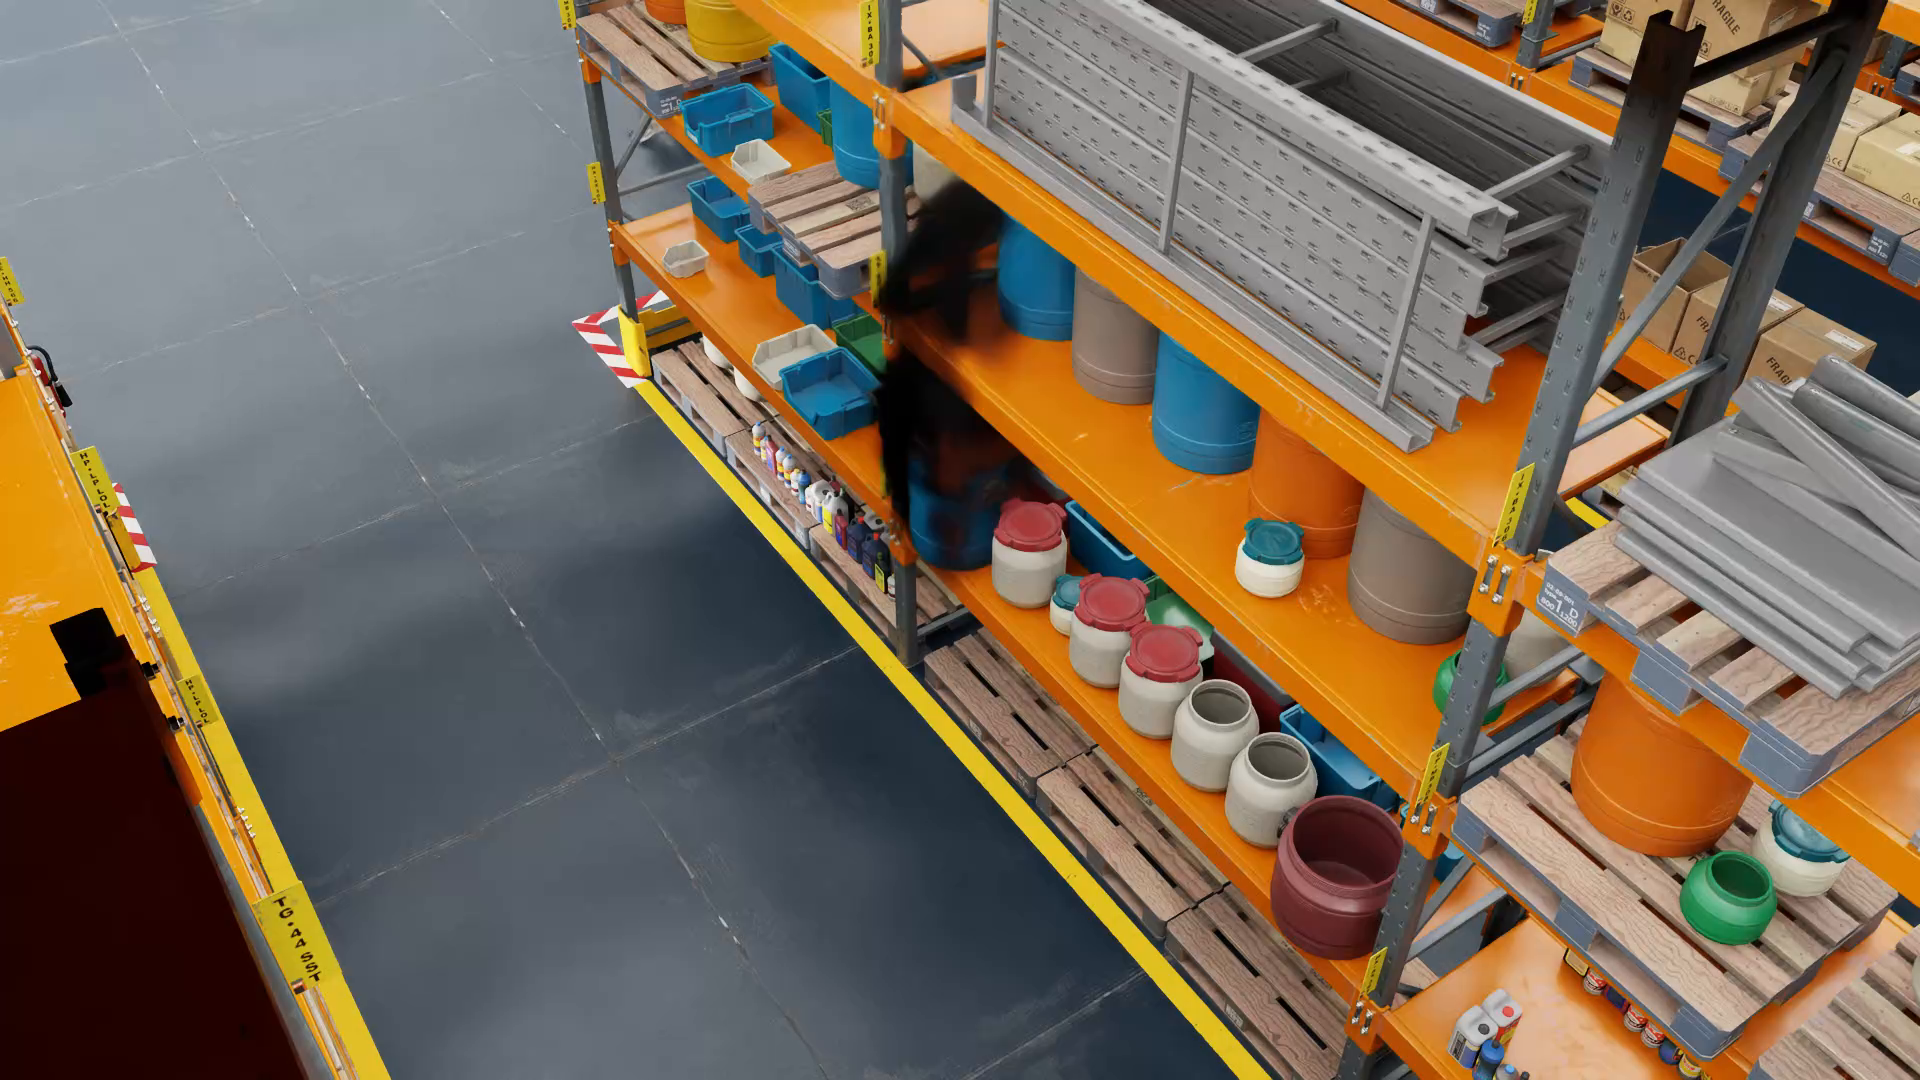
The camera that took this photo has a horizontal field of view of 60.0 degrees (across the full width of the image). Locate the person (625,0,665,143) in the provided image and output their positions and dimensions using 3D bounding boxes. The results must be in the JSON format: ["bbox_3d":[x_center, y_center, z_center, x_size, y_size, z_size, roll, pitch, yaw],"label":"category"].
[{"bbox_3d":[-2.724,-4.601,15.418,0.897,1.816,0.693,-8,43,-9],"label":"person"}]
